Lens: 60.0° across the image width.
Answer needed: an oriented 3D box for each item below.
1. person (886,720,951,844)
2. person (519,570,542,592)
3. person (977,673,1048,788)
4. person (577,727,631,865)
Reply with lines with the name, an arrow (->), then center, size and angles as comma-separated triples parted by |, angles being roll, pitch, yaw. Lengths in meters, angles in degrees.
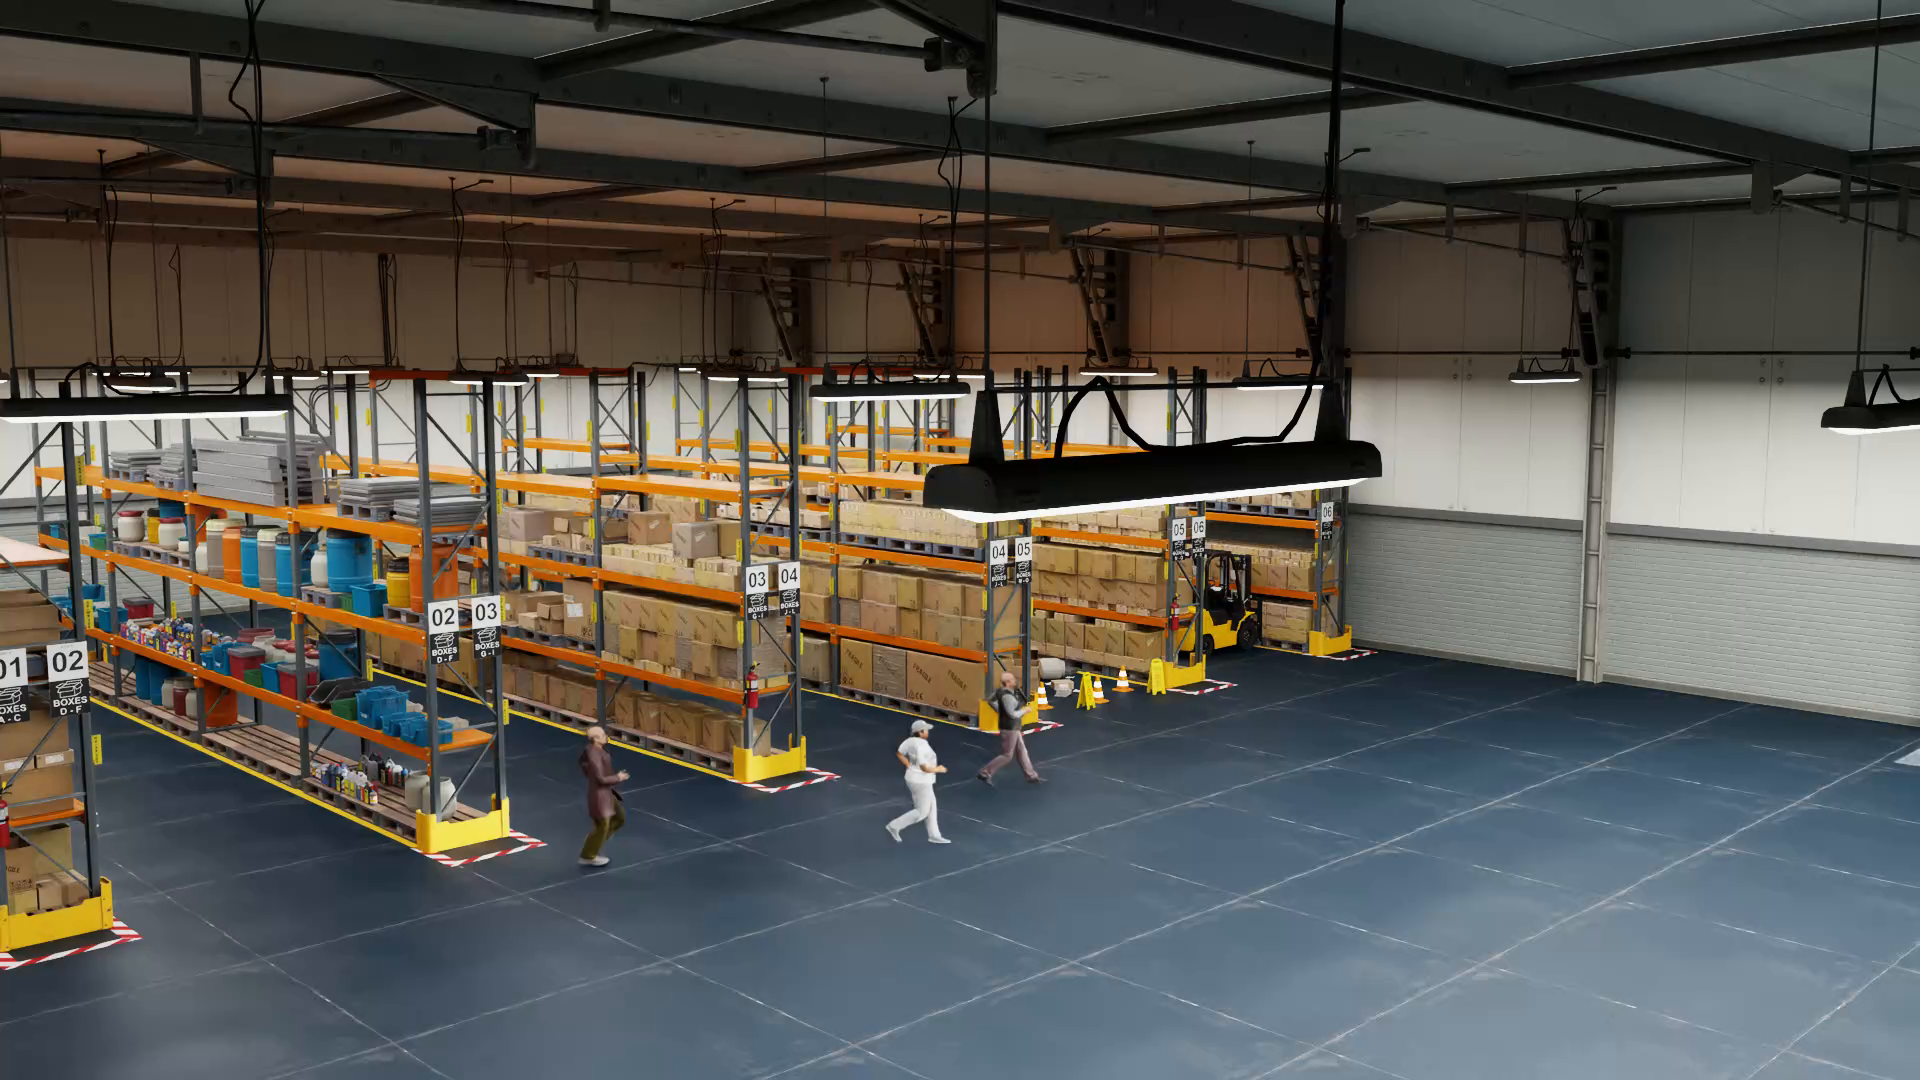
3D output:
person -> -0.537, 3.120, 21.243 | 0.896, 1.668, 0.610 | -2, 7, -18
person -> -9.248, 1.451, 35.947 | 0.581, 1.616, 0.763 | -4, 8, -34
person -> 0.763, 2.739, 24.050 | 1.066, 1.670, 0.666 | -1, 6, -5
person -> -4.397, 3.146, 20.509 | 0.675, 1.740, 0.704 | -1, 6, -7
